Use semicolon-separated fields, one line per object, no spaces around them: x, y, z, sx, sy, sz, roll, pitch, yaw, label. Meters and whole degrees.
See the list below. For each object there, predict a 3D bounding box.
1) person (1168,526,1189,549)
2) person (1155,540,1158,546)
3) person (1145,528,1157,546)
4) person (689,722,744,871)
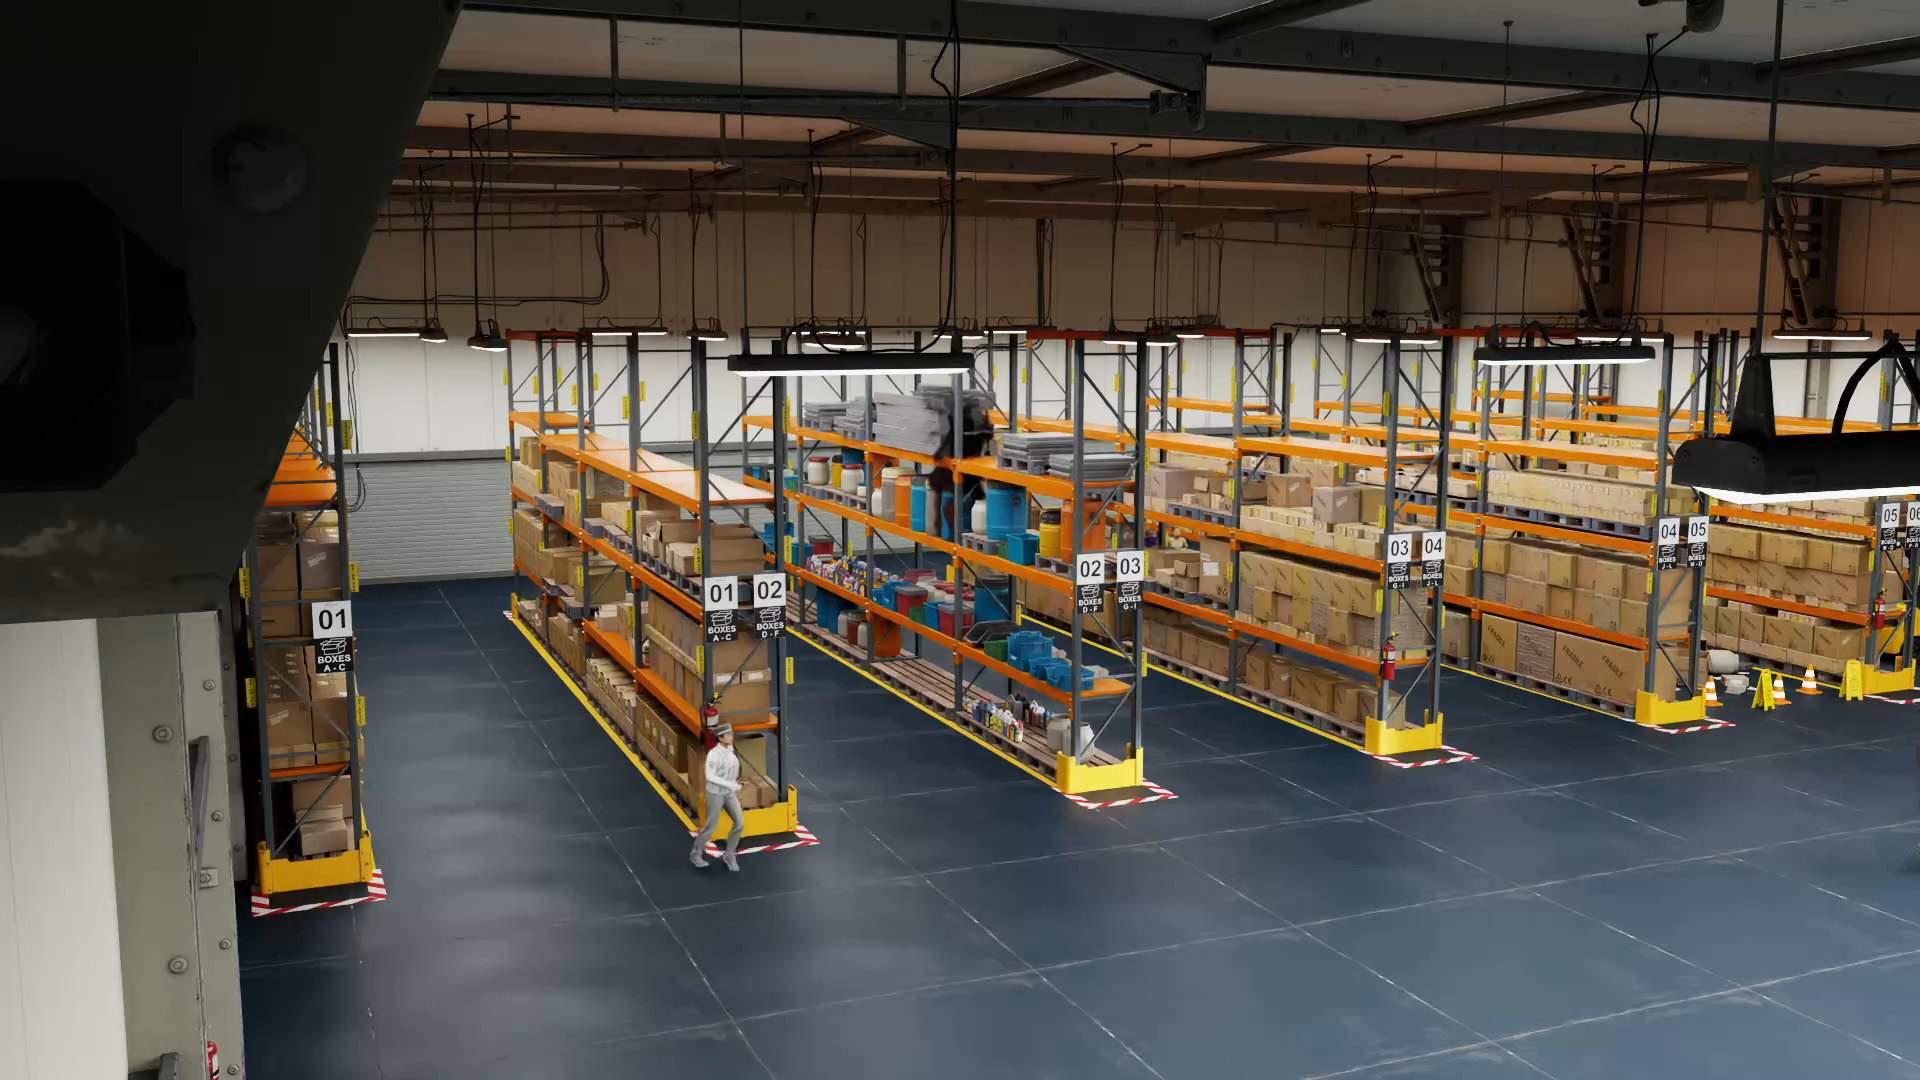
4.761;0.571;36.622;0.551;1.640;0.824;-3;8;-19;person
4.110;0.849;34.183;0.657;1.713;0.650;-3;8;-24;person
4.195;0.463;37.721;0.612;1.578;0.963;-3;8;-20;person
-2.732;2.942;19.042;0.653;1.762;0.658;4;9;26;person
